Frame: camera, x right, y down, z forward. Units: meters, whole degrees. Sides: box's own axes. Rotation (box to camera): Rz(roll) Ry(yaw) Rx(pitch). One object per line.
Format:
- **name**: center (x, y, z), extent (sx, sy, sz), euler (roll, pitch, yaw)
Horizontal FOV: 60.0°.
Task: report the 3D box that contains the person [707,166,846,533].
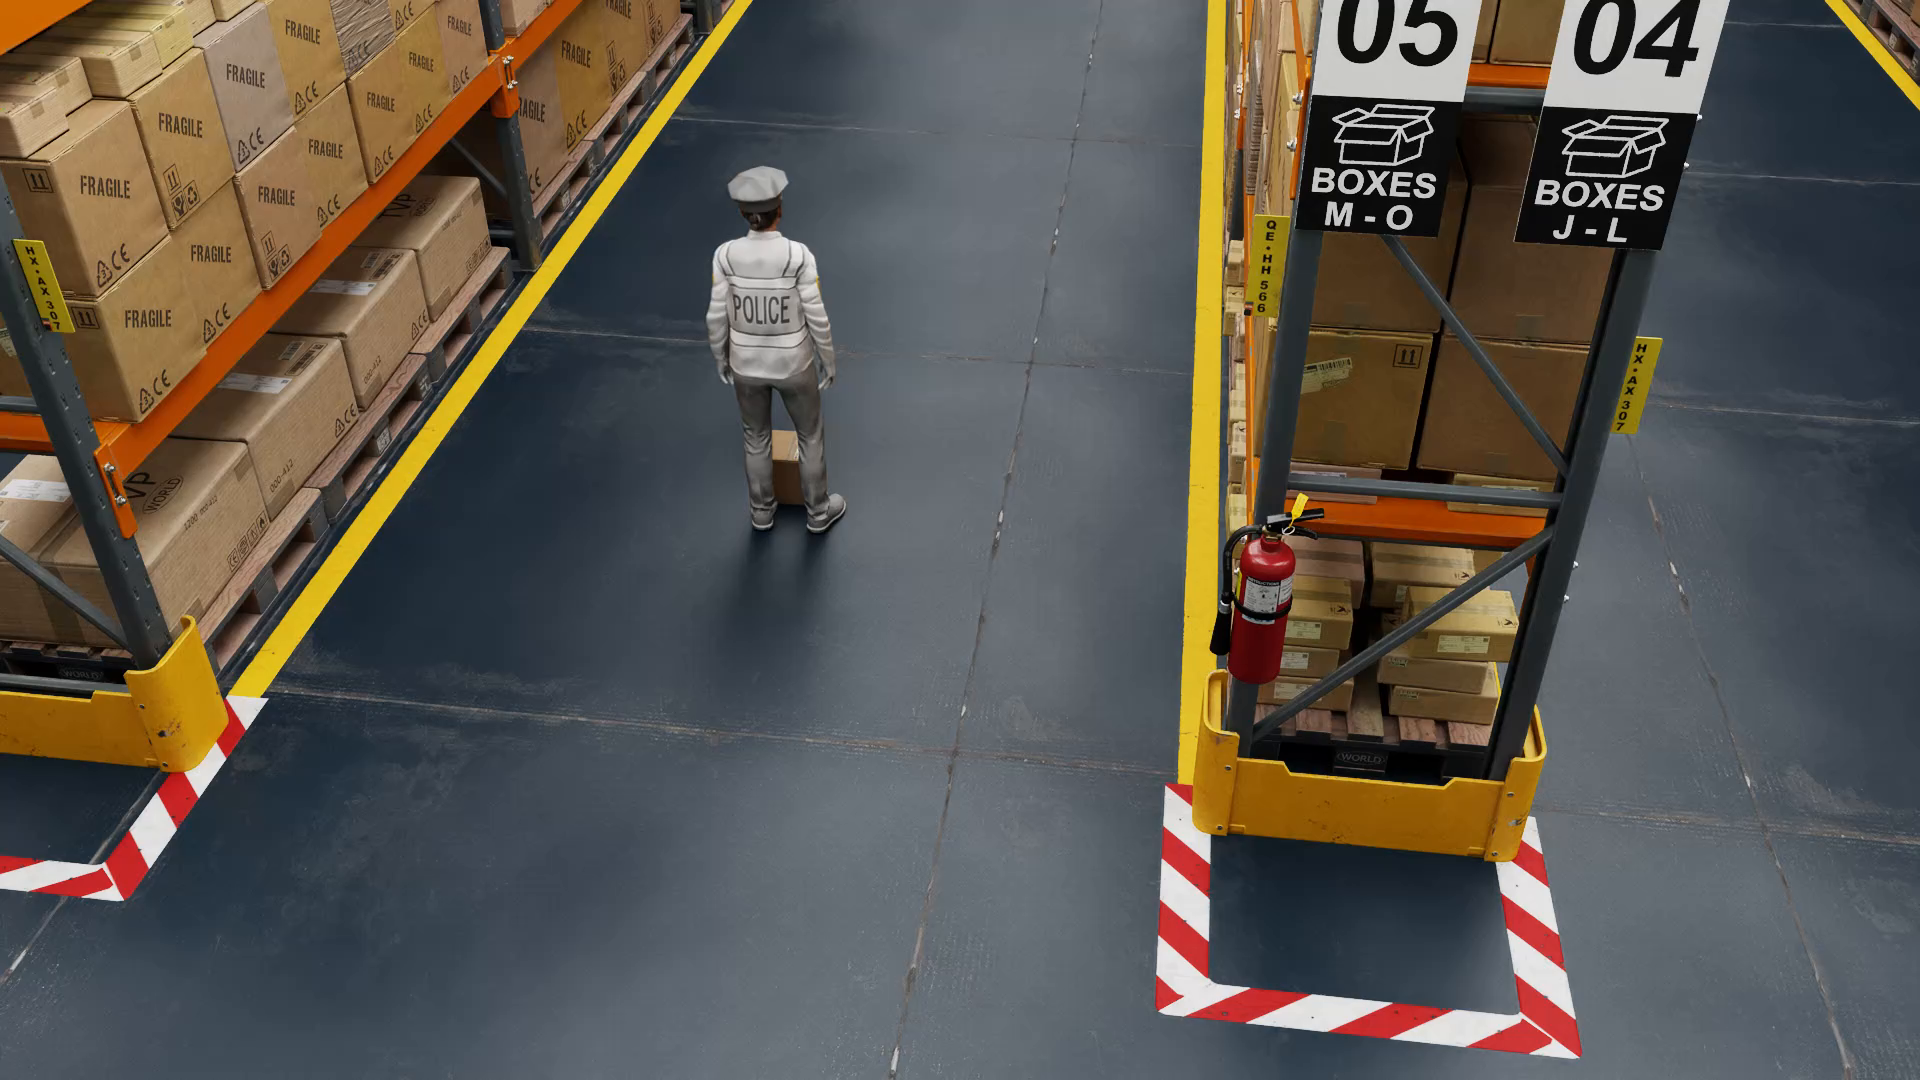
- **person**: center (-0.803, -0.768, 7.189), extent (0.536, 1.663, 0.379), euler (4, 37, 5)
